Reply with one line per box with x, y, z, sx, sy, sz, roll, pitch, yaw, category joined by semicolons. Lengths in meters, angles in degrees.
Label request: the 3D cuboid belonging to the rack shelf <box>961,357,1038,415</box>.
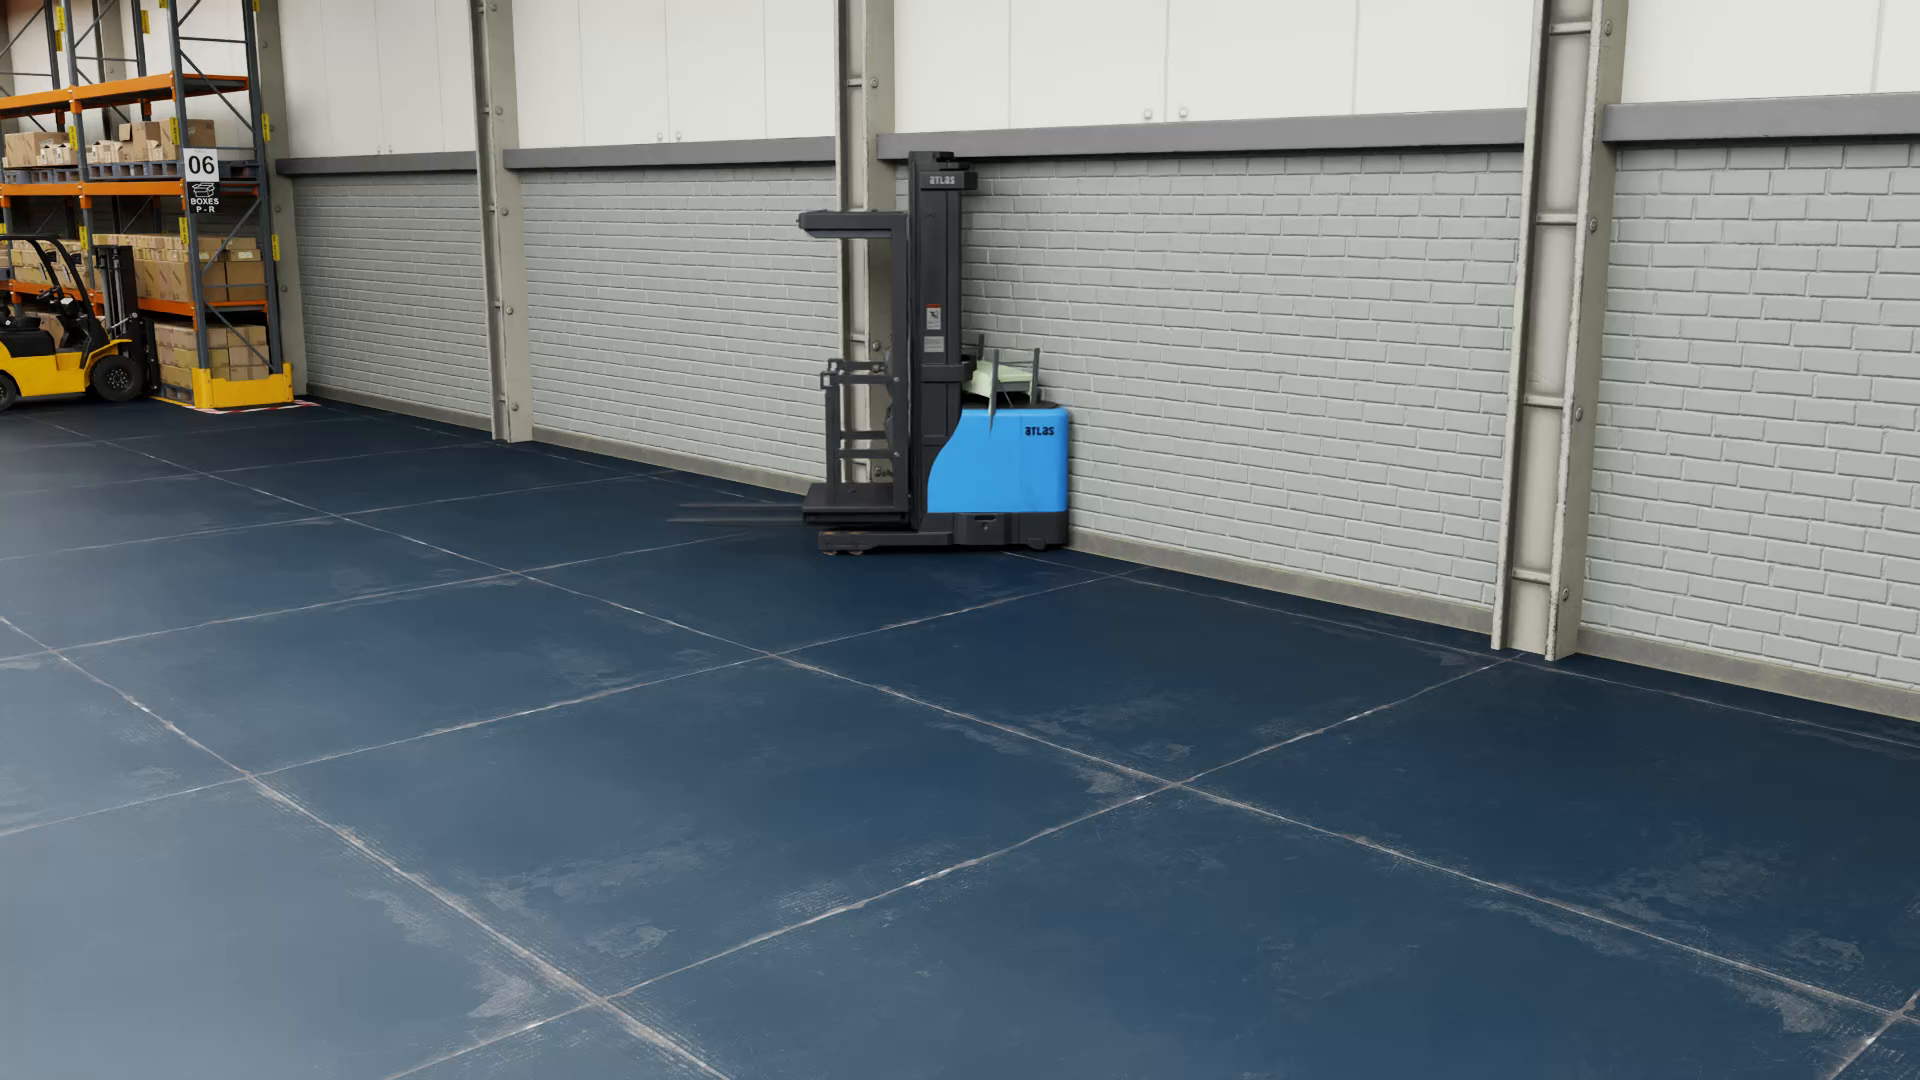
0.197;-1.144;12.591;0.431;0.370;0.720;-6;17;-33;rack shelf

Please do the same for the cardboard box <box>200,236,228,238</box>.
-9.809;-3.933;21.976;0.380;0.149;0.250;-11;16;-42;cardboard box

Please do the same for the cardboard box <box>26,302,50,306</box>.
-15.612;-3.962;28.255;0.380;0.149;0.250;-11;16;-44;cardboard box

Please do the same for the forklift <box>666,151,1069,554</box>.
-0.705;-1.436;12.618;3.031;2.935;1.130;0;12;-1;forklift

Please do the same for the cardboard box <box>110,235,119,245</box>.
-11.447;-4.119;22.879;0.380;0.149;0.250;-10;16;-41;cardboard box

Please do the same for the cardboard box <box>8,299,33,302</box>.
-16.340;-4.108;28.963;0.380;0.149;0.250;-10;16;-41;cardboard box

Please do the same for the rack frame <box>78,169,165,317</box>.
-11.985;-3.808;23.961;1.000;3.000;0.127;-11;16;-43;rack frame

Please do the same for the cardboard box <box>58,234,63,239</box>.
-14.989;-4.743;27.213;0.500;0.500;0.500;-10;15;-40;cardboard box

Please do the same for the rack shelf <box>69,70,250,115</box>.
-10.604;-5.906;22.052;1.077;0.370;4.000;-11;16;-43;rack shelf

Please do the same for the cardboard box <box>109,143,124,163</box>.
-11.179;-5.207;22.363;0.258;0.266;0.396;11;16;44;cardboard box

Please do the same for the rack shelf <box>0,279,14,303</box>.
-16.128;-4.331;28.284;1.077;0.370;4.000;-11;16;-43;rack shelf

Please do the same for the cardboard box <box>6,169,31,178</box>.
-15.277;-5.829;26.707;0.500;0.250;0.500;11;16;43;cardboard box

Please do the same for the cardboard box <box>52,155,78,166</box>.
-12.964;-5.527;24.205;0.380;0.149;0.250;-11;16;-43;cardboard box

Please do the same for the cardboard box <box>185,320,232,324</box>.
-10.103;-2.816;22.443;0.500;0.250;0.500;-11;16;-43;cardboard box

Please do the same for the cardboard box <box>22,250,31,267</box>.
-14.272;-4.391;25.924;0.500;0.250;0.500;-10;15;-41;cardboard box

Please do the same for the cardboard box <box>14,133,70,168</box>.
-14.002;-5.965;25.462;0.700;0.500;0.500;-11;16;-44;cardboard box

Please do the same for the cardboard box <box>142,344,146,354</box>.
-10.838;-2.576;22.517;0.500;0.250;0.500;-11;16;-43;cardboard box

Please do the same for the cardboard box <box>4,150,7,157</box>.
-15.199;-6.137;26.480;0.380;0.149;0.250;-10;15;-41;cardboard box

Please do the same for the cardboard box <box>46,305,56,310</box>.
-14.882;-3.810;27.519;0.380;0.149;0.250;-10;15;-40;cardboard box

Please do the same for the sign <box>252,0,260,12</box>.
-8.817;-6.774;20.783;0.100;0.325;0.005;-11;16;-43;sign

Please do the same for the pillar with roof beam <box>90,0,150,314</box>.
-16.308;-6.666;22.964;9.100;9.000;0.400;-11;16;-43;pillar with roof beam

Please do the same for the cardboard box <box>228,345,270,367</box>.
-9.397;-2.426;21.786;0.500;0.250;0.500;-11;16;-42;cardboard box

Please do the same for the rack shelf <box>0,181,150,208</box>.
-13.366;-5.217;25.148;1.077;0.370;4.000;-11;16;-43;rack shelf

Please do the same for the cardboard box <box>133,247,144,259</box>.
-10.901;-3.863;22.373;0.380;0.149;0.250;-11;16;-44;cardboard box

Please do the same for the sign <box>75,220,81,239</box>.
-14.348;-5.037;27.056;0.100;0.325;0.005;-11;16;-43;sign

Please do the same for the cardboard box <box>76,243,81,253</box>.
-12.703;-4.272;24.357;0.380;0.149;0.250;-11;16;-43;cardboard box

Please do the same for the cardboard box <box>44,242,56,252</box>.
-13.524;-4.404;24.998;0.250;0.149;0.380;11;16;44;cardboard box

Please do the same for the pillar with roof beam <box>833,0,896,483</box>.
-3.878;-4.039;10.213;9.100;9.000;0.400;-11;16;-43;pillar with roof beam

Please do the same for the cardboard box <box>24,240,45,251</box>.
-14.359;-4.598;25.941;0.380;0.149;0.250;-10;16;-41;cardboard box

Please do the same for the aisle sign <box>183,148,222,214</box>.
-9.389;-4.447;20.620;0.394;0.787;0.004;-11;16;-43;aisle sign

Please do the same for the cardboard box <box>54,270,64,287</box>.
-13.194;-3.921;24.881;0.500;0.250;0.500;-11;16;-42;cardboard box

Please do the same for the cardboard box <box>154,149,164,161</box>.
-10.014;-4.904;21.180;0.250;0.149;0.380;11;16;44;cardboard box

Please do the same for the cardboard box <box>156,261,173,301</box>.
-10.104;-3.385;21.663;0.500;0.500;0.500;-10;15;-41;cardboard box

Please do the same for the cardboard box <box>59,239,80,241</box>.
-14.115;-4.717;26.516;0.380;0.149;0.250;-10;16;-41;cardboard box

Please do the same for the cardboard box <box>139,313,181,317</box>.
-11.505;-3.112;23.878;0.500;0.250;0.500;-10;16;-41;cardboard box

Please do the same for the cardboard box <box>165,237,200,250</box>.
-10.015;-3.826;21.454;0.380;0.149;0.250;-10;16;-41;cardboard box

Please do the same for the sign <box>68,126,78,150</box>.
-12.370;-5.608;23.201;0.100;0.325;0.005;-11;16;-43;sign

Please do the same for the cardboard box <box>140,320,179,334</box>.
-10.823;-2.818;22.450;0.500;0.250;0.500;-11;16;-44;cardboard box

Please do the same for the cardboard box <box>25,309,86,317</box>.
-14.326;-3.341;26.541;0.875;0.625;0.625;-10;15;-41;cardboard box

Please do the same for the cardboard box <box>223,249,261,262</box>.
-9.269;-3.677;21.468;0.250;0.149;0.380;11;16;44;cardboard box

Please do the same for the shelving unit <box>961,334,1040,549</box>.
0.175;-0.766;12.688;0.431;1.500;0.755;-6;17;-33;shelving unit

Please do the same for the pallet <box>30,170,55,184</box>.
-13.439;-5.519;25.301;1.003;0.211;1.213;-10;15;-40;pallet

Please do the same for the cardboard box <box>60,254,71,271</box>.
-12.869;-4.090;24.460;0.500;0.250;0.500;11;16;44;cardboard box

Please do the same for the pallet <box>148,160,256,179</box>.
-9.692;-4.757;21.352;1.003;0.211;1.213;-11;16;-43;pallet

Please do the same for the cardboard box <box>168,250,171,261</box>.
-9.997;-3.682;21.495;0.380;0.149;0.250;-11;16;-42;cardboard box

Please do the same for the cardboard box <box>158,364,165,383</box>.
-10.451;-2.256;22.201;0.500;0.250;0.500;-11;16;-42;cardboard box

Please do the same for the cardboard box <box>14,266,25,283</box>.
-14.617;-4.220;26.330;0.500;0.250;0.500;-11;16;-42;cardboard box
